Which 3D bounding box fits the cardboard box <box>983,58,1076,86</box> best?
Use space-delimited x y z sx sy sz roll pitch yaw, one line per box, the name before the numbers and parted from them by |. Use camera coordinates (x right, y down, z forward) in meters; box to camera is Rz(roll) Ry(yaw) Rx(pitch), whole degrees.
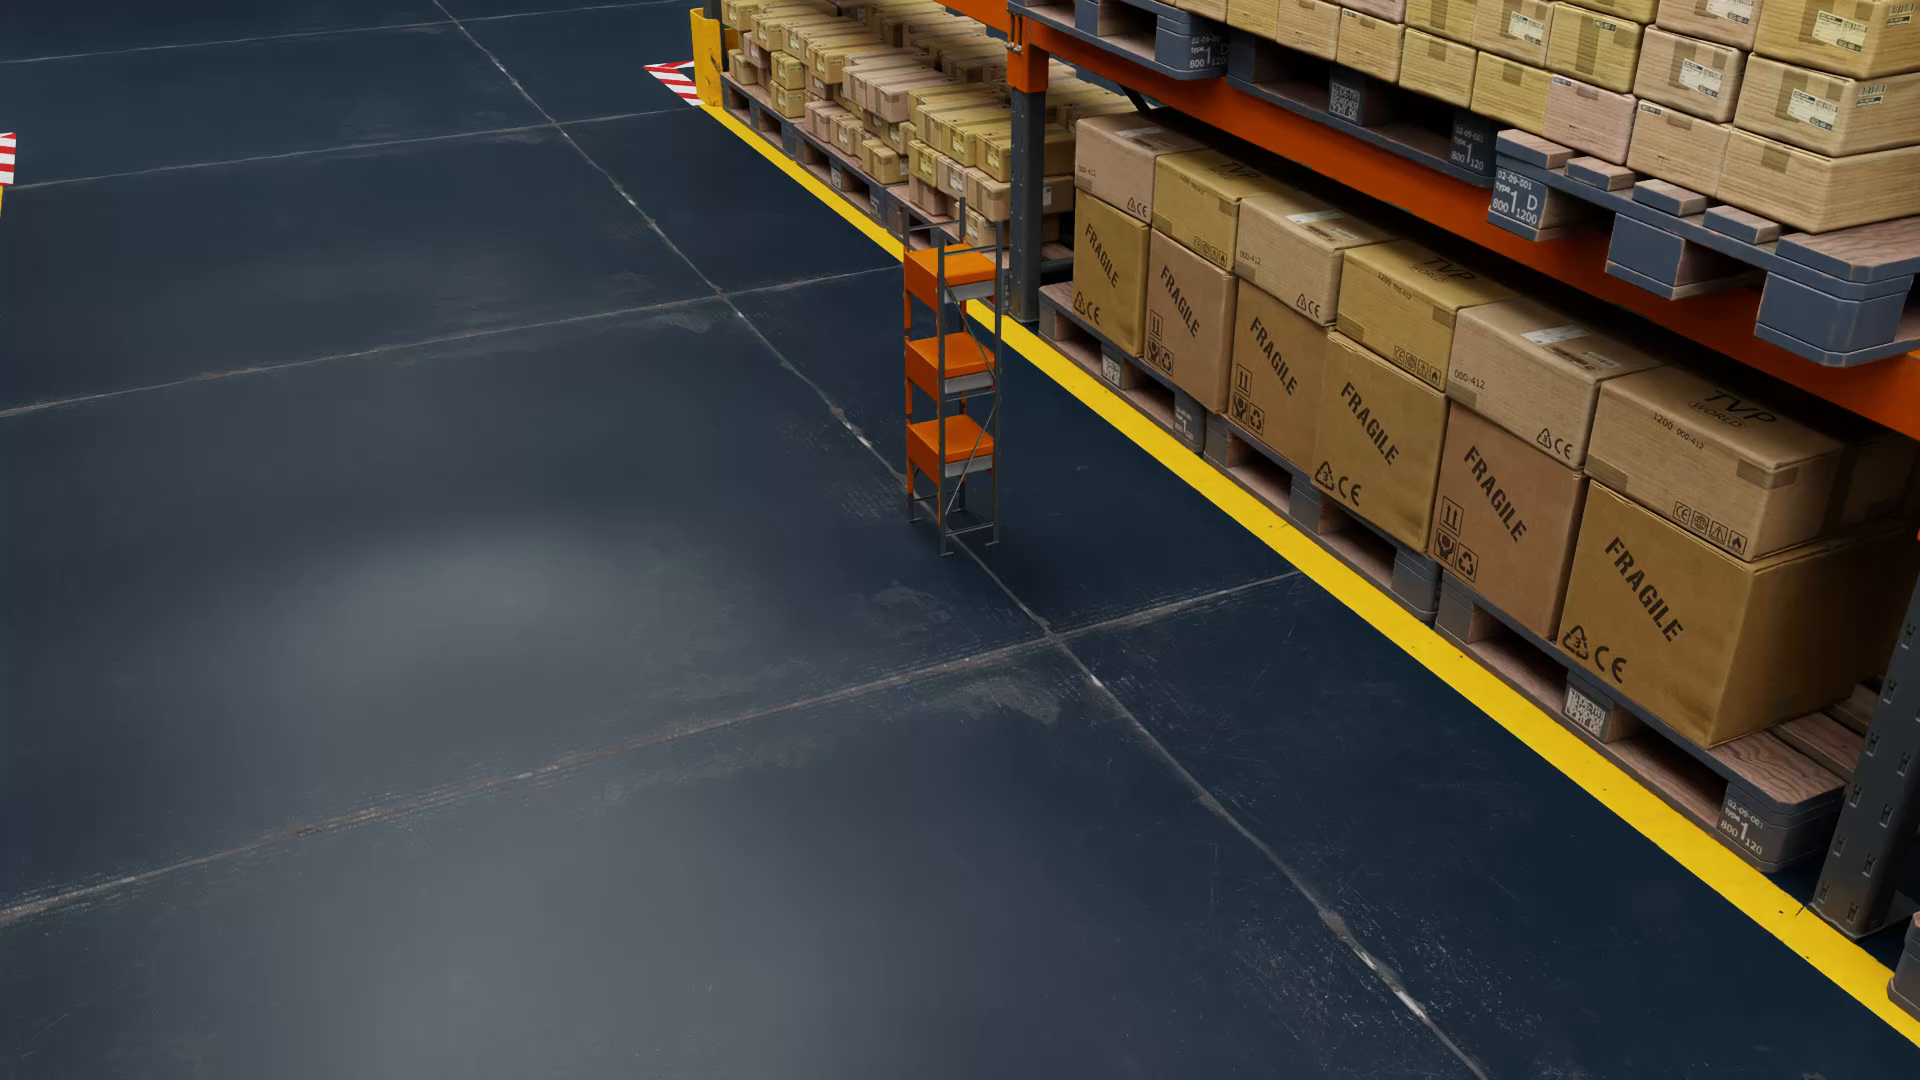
cardboard box | 0.330 -2.188 7.963 0.380 0.149 0.250 -12 32 -21

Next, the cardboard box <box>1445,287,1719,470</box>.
cardboard box | 1.637 -0.439 4.325 0.500 0.250 0.500 -13 32 -21

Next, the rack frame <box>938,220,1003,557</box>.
rack frame | 0.029 -0.428 4.939 0.200 1.050 0.008 -13 32 -22

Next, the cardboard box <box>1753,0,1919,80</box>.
cardboard box | 1.769 -1.004 3.193 0.380 0.149 0.250 -14 32 -24

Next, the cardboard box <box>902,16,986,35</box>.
cardboard box | -0.083 -2.658 8.800 0.380 0.149 0.250 -12 31 -20

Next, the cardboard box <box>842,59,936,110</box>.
cardboard box | -0.338 -2.180 7.949 0.380 0.149 0.250 -14 32 -24

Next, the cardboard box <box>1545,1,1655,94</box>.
cardboard box | 1.539 -1.110 3.686 0.380 0.149 0.250 -12 32 -21

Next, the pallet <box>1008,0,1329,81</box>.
pallet | 0.873 -1.866 5.707 1.003 0.211 1.213 -13 32 -22

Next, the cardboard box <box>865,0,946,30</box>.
cardboard box | -0.303 -2.893 9.219 0.380 0.149 0.250 -14 32 -23

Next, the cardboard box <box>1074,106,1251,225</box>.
cardboard box | 0.755 -1.356 5.961 0.500 0.250 0.500 -15 32 -24

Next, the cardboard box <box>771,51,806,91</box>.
cardboard box | -0.784 -2.511 8.842 0.380 0.149 0.250 -12 31 -20

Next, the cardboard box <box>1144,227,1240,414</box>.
cardboard box | 0.983 -0.795 5.728 0.500 0.500 0.500 -12 31 -20

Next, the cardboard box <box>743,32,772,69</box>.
cardboard box | -0.981 -2.736 9.244 0.380 0.149 0.250 -13 32 -22

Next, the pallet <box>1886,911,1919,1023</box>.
pallet | 2.664 1.029 3.199 1.003 0.211 1.213 -13 32 -22

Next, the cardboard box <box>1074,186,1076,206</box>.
cardboard box | 0.696 -1.604 7.528 0.380 0.149 0.250 -12 31 -21

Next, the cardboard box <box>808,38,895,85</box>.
cardboard box | -0.540 -2.404 8.348 0.380 0.149 0.250 -13 32 -21

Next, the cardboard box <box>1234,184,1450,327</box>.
cardboard box | 1.201 -0.895 5.139 0.500 0.250 0.500 -12 31 -20

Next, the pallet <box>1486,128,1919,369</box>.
pallet | 1.991 -0.760 3.734 1.213 0.211 1.003 -13 32 -22

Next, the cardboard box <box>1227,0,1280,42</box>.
cardboard box | 0.996 -1.545 4.766 0.380 0.149 0.250 -14 32 -23

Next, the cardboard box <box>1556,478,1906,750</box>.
cardboard box | 1.875 0.120 4.095 0.500 0.500 0.500 -13 32 -22

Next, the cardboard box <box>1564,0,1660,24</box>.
cardboard box | 1.551 -1.231 3.598 0.380 0.149 0.250 -12 31 -20

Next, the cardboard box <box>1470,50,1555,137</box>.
cardboard box | 1.447 -1.080 3.937 0.380 0.149 0.250 -14 32 -23

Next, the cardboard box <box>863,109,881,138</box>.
cardboard box | -0.247 -2.054 8.027 0.380 0.149 0.250 -15 32 -24

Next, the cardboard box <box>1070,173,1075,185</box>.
cardboard box | 0.620 -1.708 7.410 0.380 0.149 0.250 -13 32 -22

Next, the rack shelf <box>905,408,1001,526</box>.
rack shelf | -0.023 -0.230 5.177 0.215 0.259 0.240 -13 32 -22

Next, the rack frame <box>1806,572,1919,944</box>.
rack frame | 2.394 -0.551 3.166 1.000 3.000 0.127 -13 32 -22

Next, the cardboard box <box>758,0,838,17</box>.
cardboard box | -0.896 -2.885 9.205 0.380 0.149 0.250 -12 32 -21

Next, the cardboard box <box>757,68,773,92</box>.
cardboard box | -0.919 -2.628 9.354 0.380 0.149 0.250 -13 32 -22

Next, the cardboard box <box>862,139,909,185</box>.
cardboard box | -0.244 -1.817 7.908 0.380 0.149 0.250 -13 32 -22

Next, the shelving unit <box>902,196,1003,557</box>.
shelving unit | -0.023 -0.482 5.035 0.215 1.050 0.252 -13 32 -22

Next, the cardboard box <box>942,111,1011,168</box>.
cardboard box | 0.143 -1.724 7.135 0.380 0.149 0.250 -13 32 -21

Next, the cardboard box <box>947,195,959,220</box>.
cardboard box | 0.164 -1.492 7.329 0.380 0.149 0.250 -12 32 -21

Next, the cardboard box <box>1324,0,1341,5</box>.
cardboard box | 1.103 -1.560 4.489 0.380 0.149 0.250 -14 32 -23

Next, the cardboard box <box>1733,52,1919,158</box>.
cardboard box | 1.770 -0.877 3.270 0.380 0.149 0.250 -12 32 -21

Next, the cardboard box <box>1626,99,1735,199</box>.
cardboard box | 1.662 -0.856 3.537 0.380 0.149 0.250 -13 32 -22

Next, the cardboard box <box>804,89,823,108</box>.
cardboard box | -0.600 -2.291 8.754 0.380 0.149 0.250 -13 32 -22

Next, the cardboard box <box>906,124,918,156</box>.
cardboard box | -0.023 -1.823 7.615 0.380 0.149 0.250 -13 32 -22

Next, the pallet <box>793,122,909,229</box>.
pallet | -0.172 -1.931 8.477 1.003 0.211 1.213 -13 32 -22

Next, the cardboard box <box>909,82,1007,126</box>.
cardboard box | -0.011 -1.964 7.562 0.380 0.149 0.250 -12 31 -20

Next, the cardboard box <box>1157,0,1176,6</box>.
cardboard box | 0.765 -1.777 5.180 0.380 0.149 0.250 -13 32 -21

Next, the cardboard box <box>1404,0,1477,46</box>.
cardboard box | 1.327 -1.331 4.081 0.380 0.149 0.250 -13 32 -22

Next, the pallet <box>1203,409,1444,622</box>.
pallet | 1.540 -0.218 5.424 1.003 0.211 1.213 -13 32 -22

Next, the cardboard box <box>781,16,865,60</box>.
cardboard box | -0.722 -2.654 8.794 0.380 0.149 0.250 -15 32 -24

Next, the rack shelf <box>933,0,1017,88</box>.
rack shelf | -0.182 -2.888 8.068 1.077 0.370 4.000 -13 32 -22

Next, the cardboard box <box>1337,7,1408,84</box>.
cardboard box | 1.221 -1.314 4.353 0.380 0.149 0.250 -12 31 -20

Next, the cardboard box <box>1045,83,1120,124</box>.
cardboard box | 0.498 -1.948 7.535 0.380 0.149 0.250 -14 32 -23

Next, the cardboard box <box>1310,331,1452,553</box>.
cardboard box | 1.414 -0.340 4.916 0.500 0.500 0.500 -15 32 -24

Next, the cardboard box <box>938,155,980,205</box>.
cardboard box | 0.127 -1.577 7.176 0.380 0.149 0.250 -15 32 -24

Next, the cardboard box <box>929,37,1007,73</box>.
cardboard box | 0.068 -2.409 8.356 0.380 0.149 0.250 -13 32 -22

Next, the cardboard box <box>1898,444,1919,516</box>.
cardboard box | 2.316 -0.326 4.125 0.500 0.250 0.500 -15 32 -24

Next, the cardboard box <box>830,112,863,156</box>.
cardboard box | -0.429 -2.045 8.316 0.380 0.149 0.250 -13 32 -22

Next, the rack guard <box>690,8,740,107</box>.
rack guard | -1.008 -2.961 10.019 1.175 0.500 0.348 -13 32 -22

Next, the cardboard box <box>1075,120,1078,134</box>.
cardboard box | 0.716 -1.713 7.115 0.380 0.149 0.250 -12 31 -20

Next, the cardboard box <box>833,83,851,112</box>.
cardboard box | -0.430 -2.302 8.470 0.380 0.149 0.250 -11 31 -19
